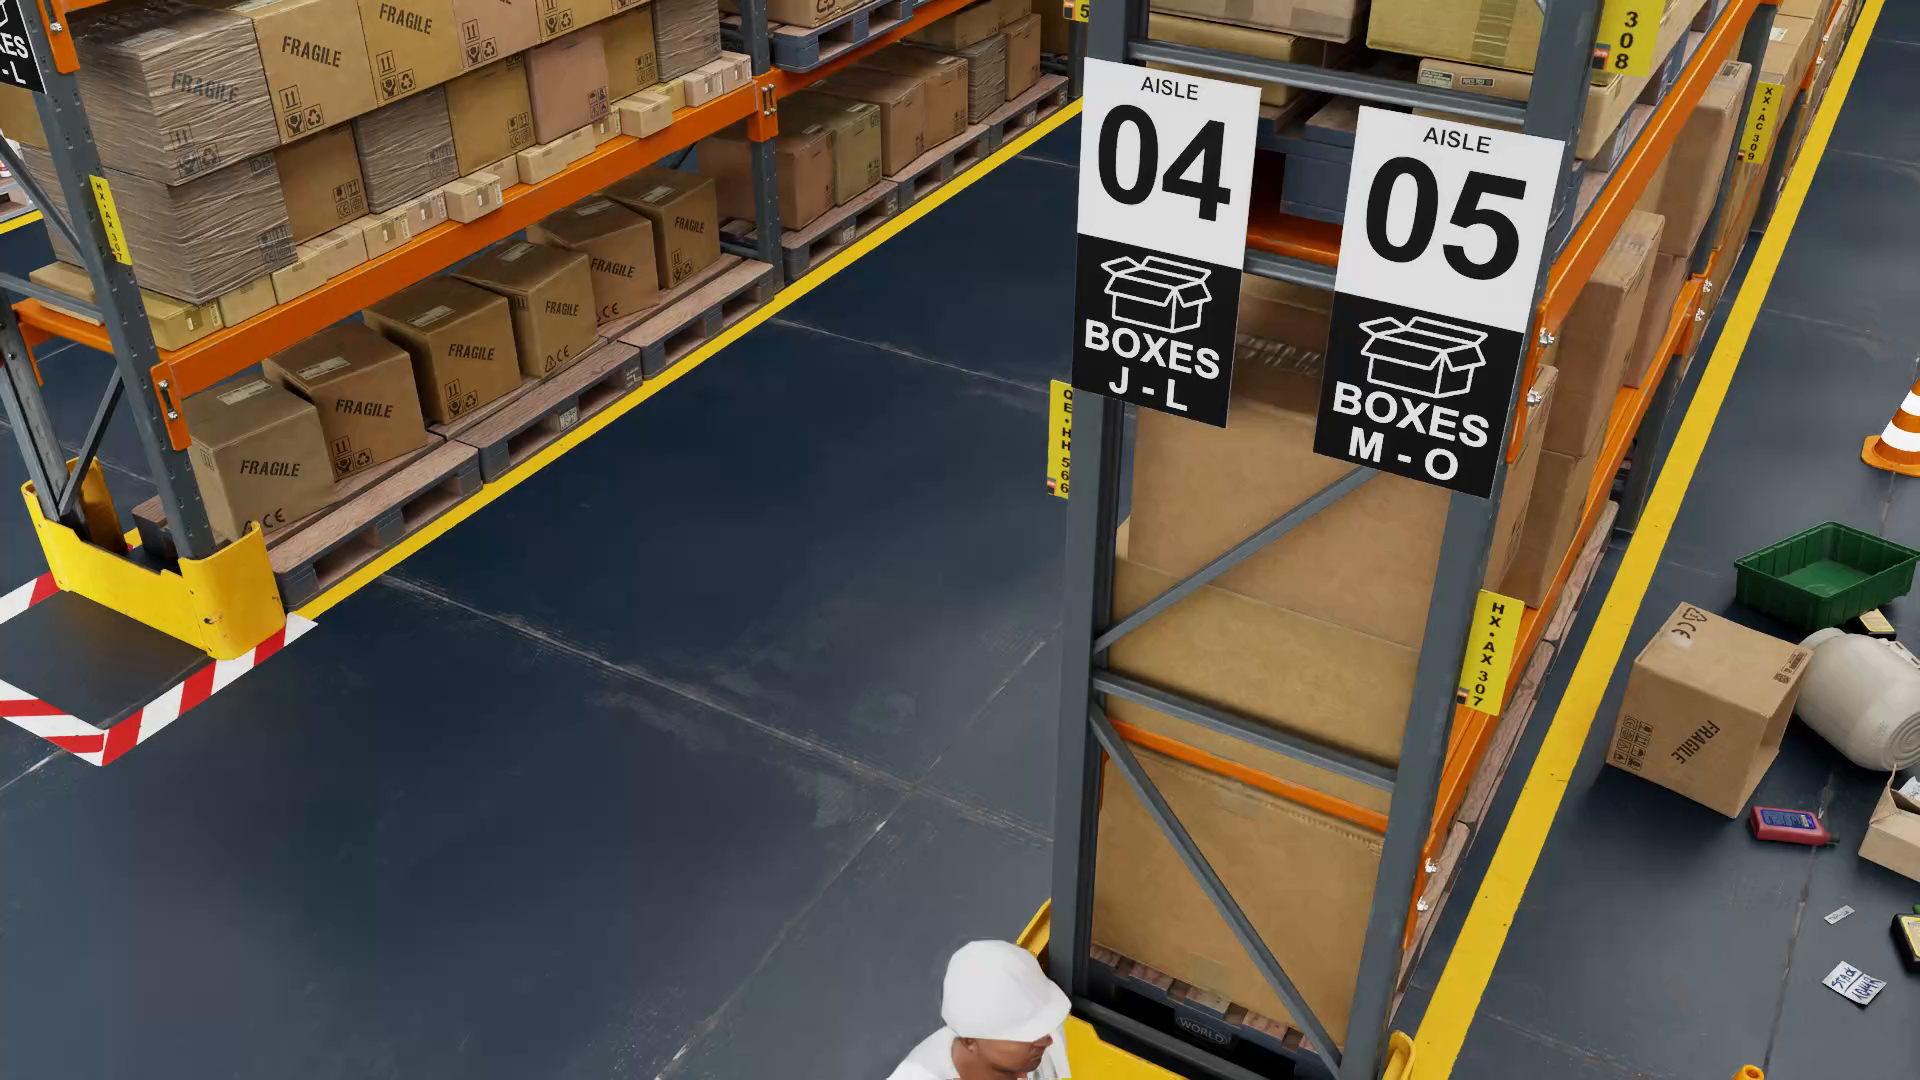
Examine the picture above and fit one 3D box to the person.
[{"bbox_3d":[-0.027,1.533,3.821,0.593,1.762,0.884,-29,43,-36],"label":"person"}]
